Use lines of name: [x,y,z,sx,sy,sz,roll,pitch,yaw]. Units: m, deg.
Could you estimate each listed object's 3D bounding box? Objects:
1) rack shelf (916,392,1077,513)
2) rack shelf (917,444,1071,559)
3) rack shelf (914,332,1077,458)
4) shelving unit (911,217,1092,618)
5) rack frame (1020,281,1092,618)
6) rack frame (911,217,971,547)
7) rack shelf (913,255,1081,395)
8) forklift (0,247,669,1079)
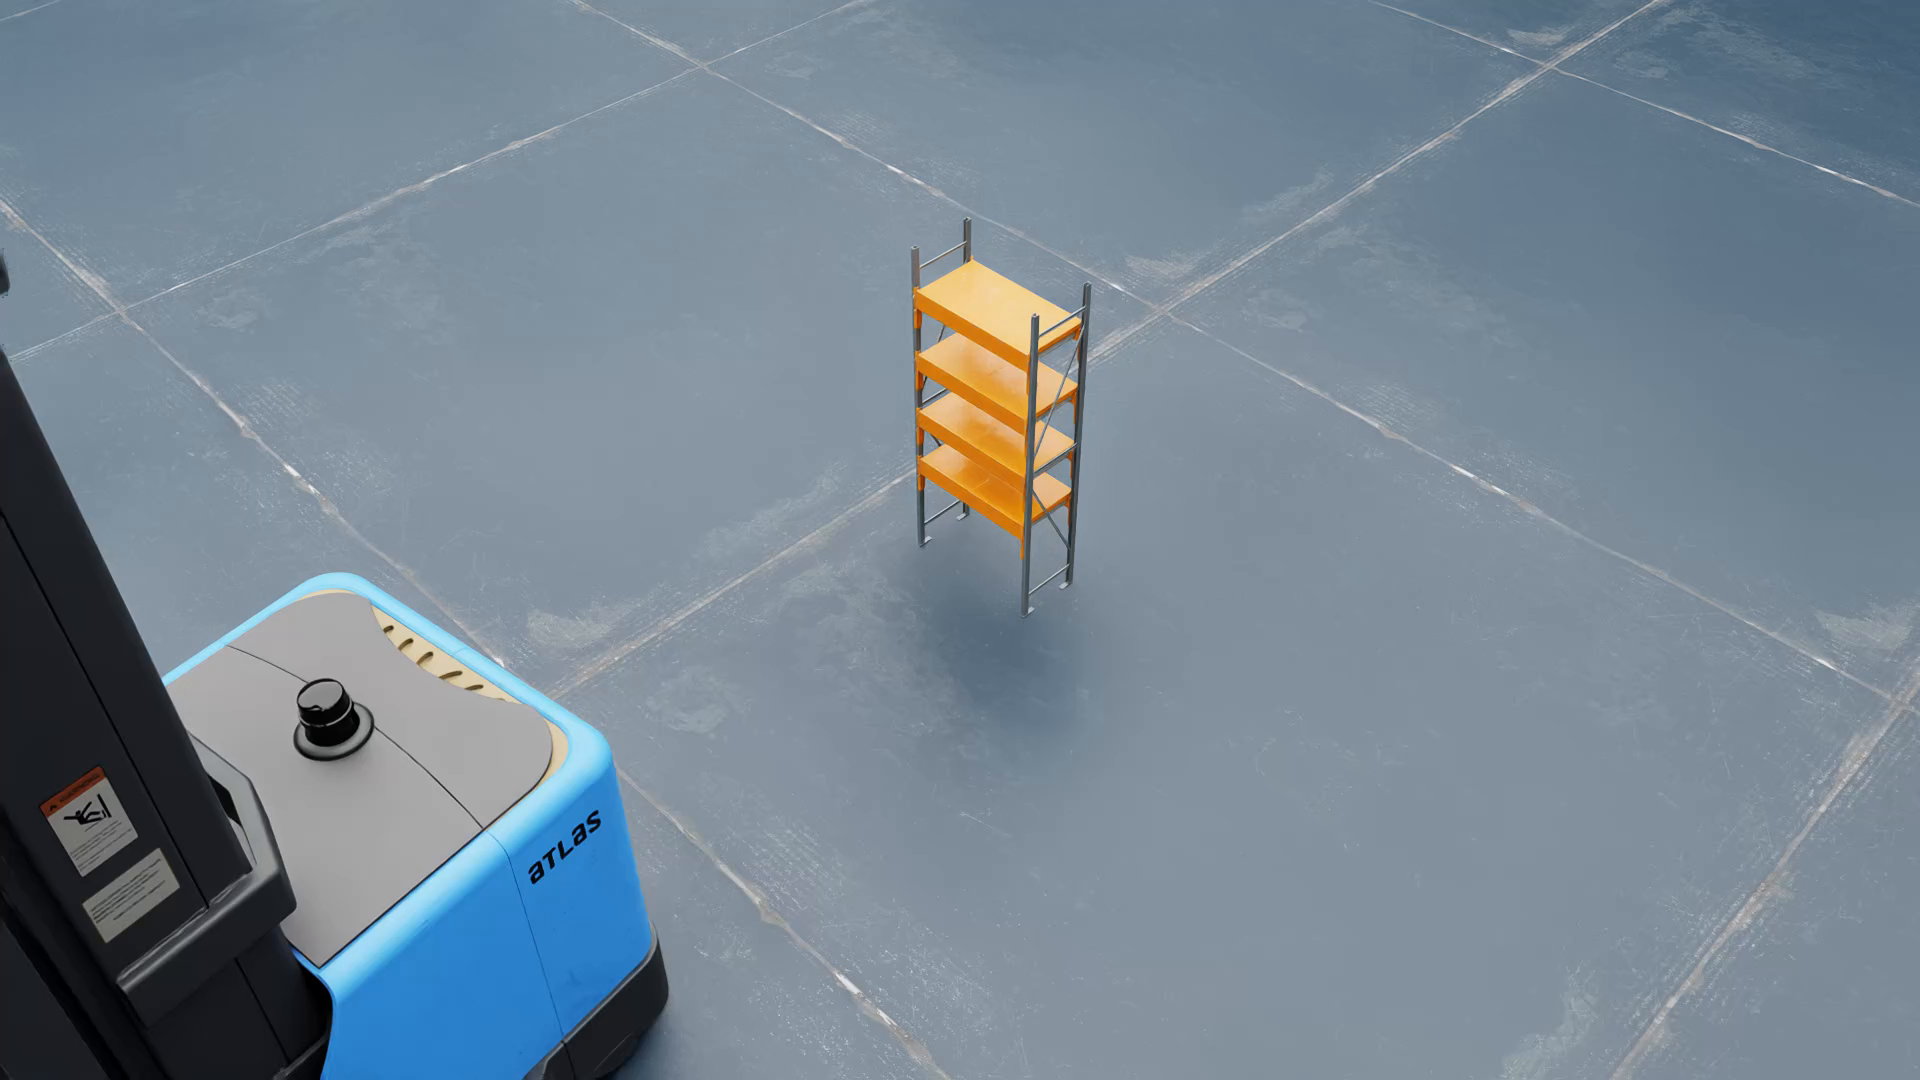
rack shelf: [0.117,-0.312,5.302,0.258,0.148,0.480,-34,53,-31]
rack shelf: [0.117,-0.166,5.437,0.258,0.148,0.480,-34,53,-31]
rack shelf: [0.117,-0.476,5.151,0.258,0.148,0.480,-34,53,-31]
shelving unit: [0.117,-0.361,5.257,0.258,1.200,0.503,-34,53,-31]
rack frame: [0.289,-0.244,5.130,0.240,1.200,0.015,-34,53,-31]
rack frame: [-0.055,-0.478,5.384,0.240,1.200,0.015,-34,53,-31]
rack shelf: [0.117,-0.650,4.990,0.258,0.148,0.480,-34,53,-31]
forklift: [-2.047,0.763,2.764,1.130,2.935,3.031,27,49,26]
